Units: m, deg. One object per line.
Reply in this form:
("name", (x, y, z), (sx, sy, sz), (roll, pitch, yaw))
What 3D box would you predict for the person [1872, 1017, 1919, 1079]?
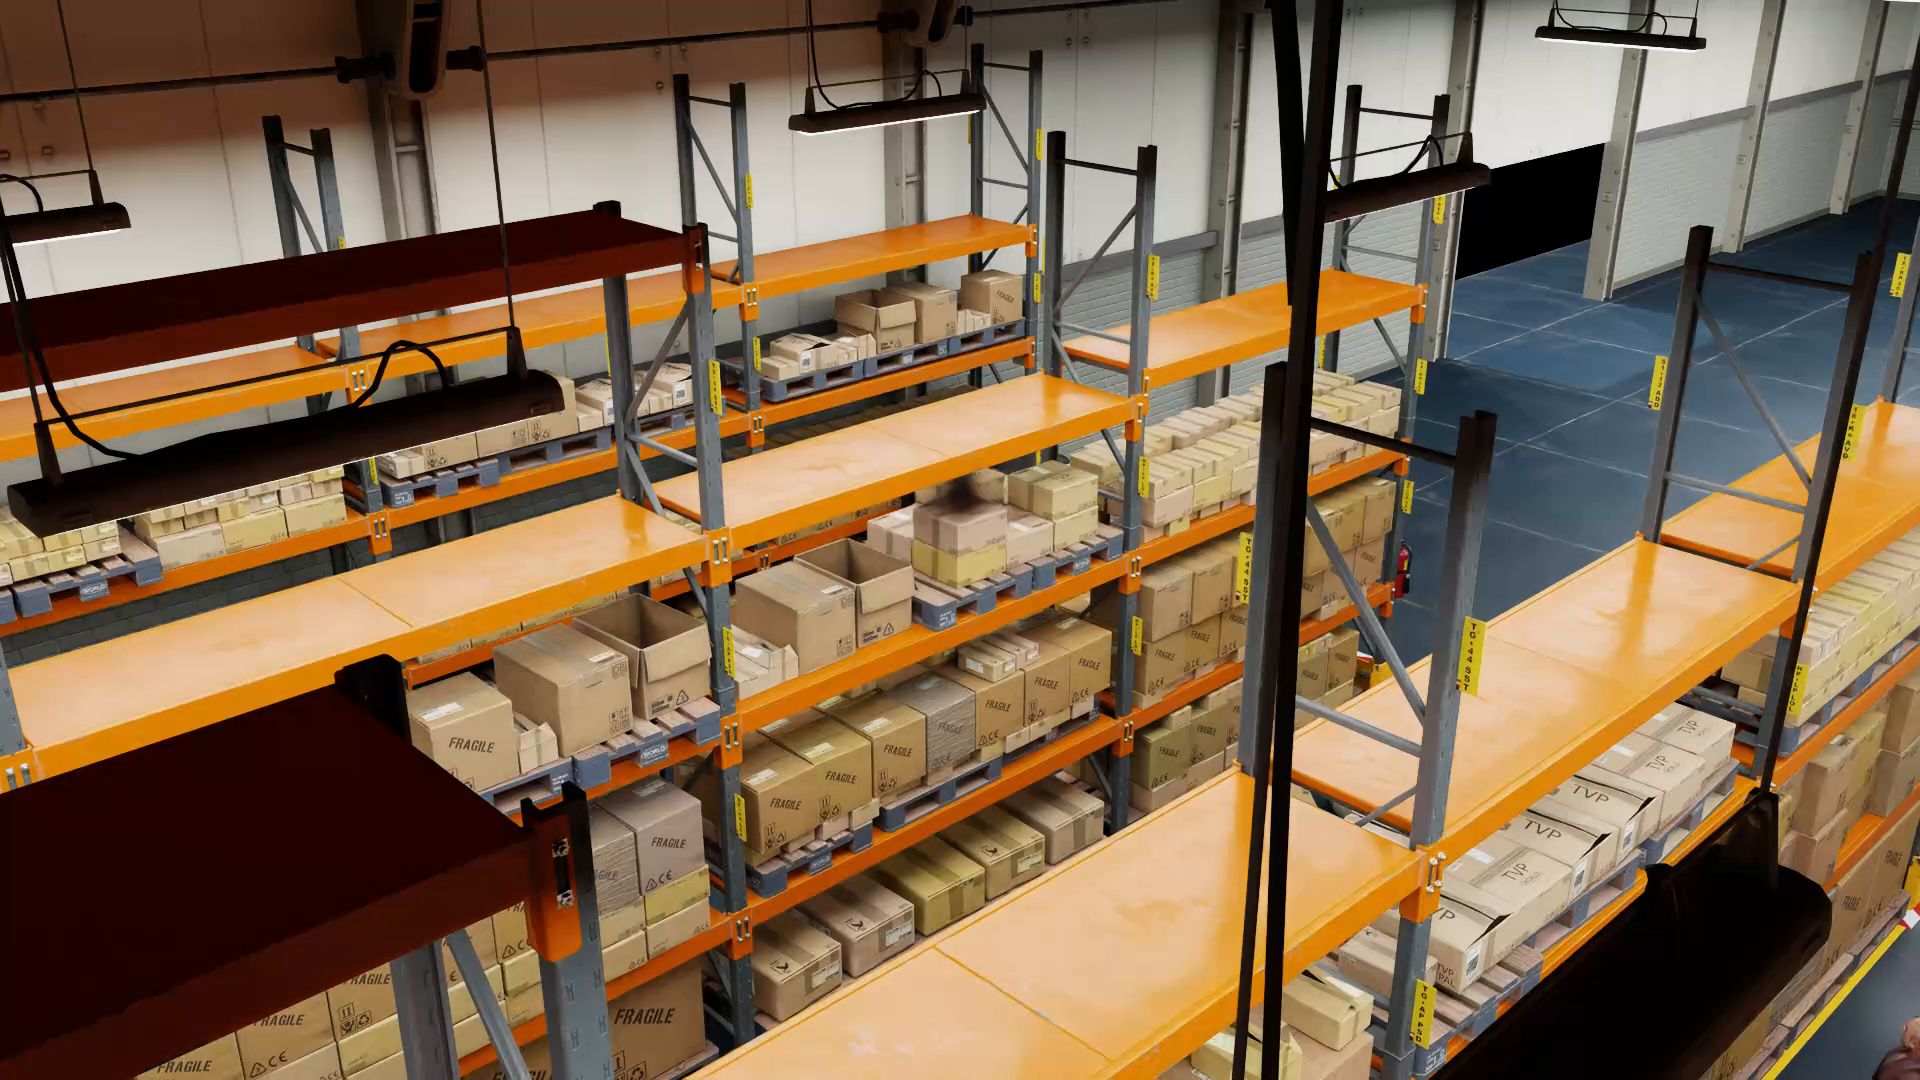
("person", (5.494, 3.567, 9.884), (0.432, 1.788, 0.620), (9, 24, 21))
